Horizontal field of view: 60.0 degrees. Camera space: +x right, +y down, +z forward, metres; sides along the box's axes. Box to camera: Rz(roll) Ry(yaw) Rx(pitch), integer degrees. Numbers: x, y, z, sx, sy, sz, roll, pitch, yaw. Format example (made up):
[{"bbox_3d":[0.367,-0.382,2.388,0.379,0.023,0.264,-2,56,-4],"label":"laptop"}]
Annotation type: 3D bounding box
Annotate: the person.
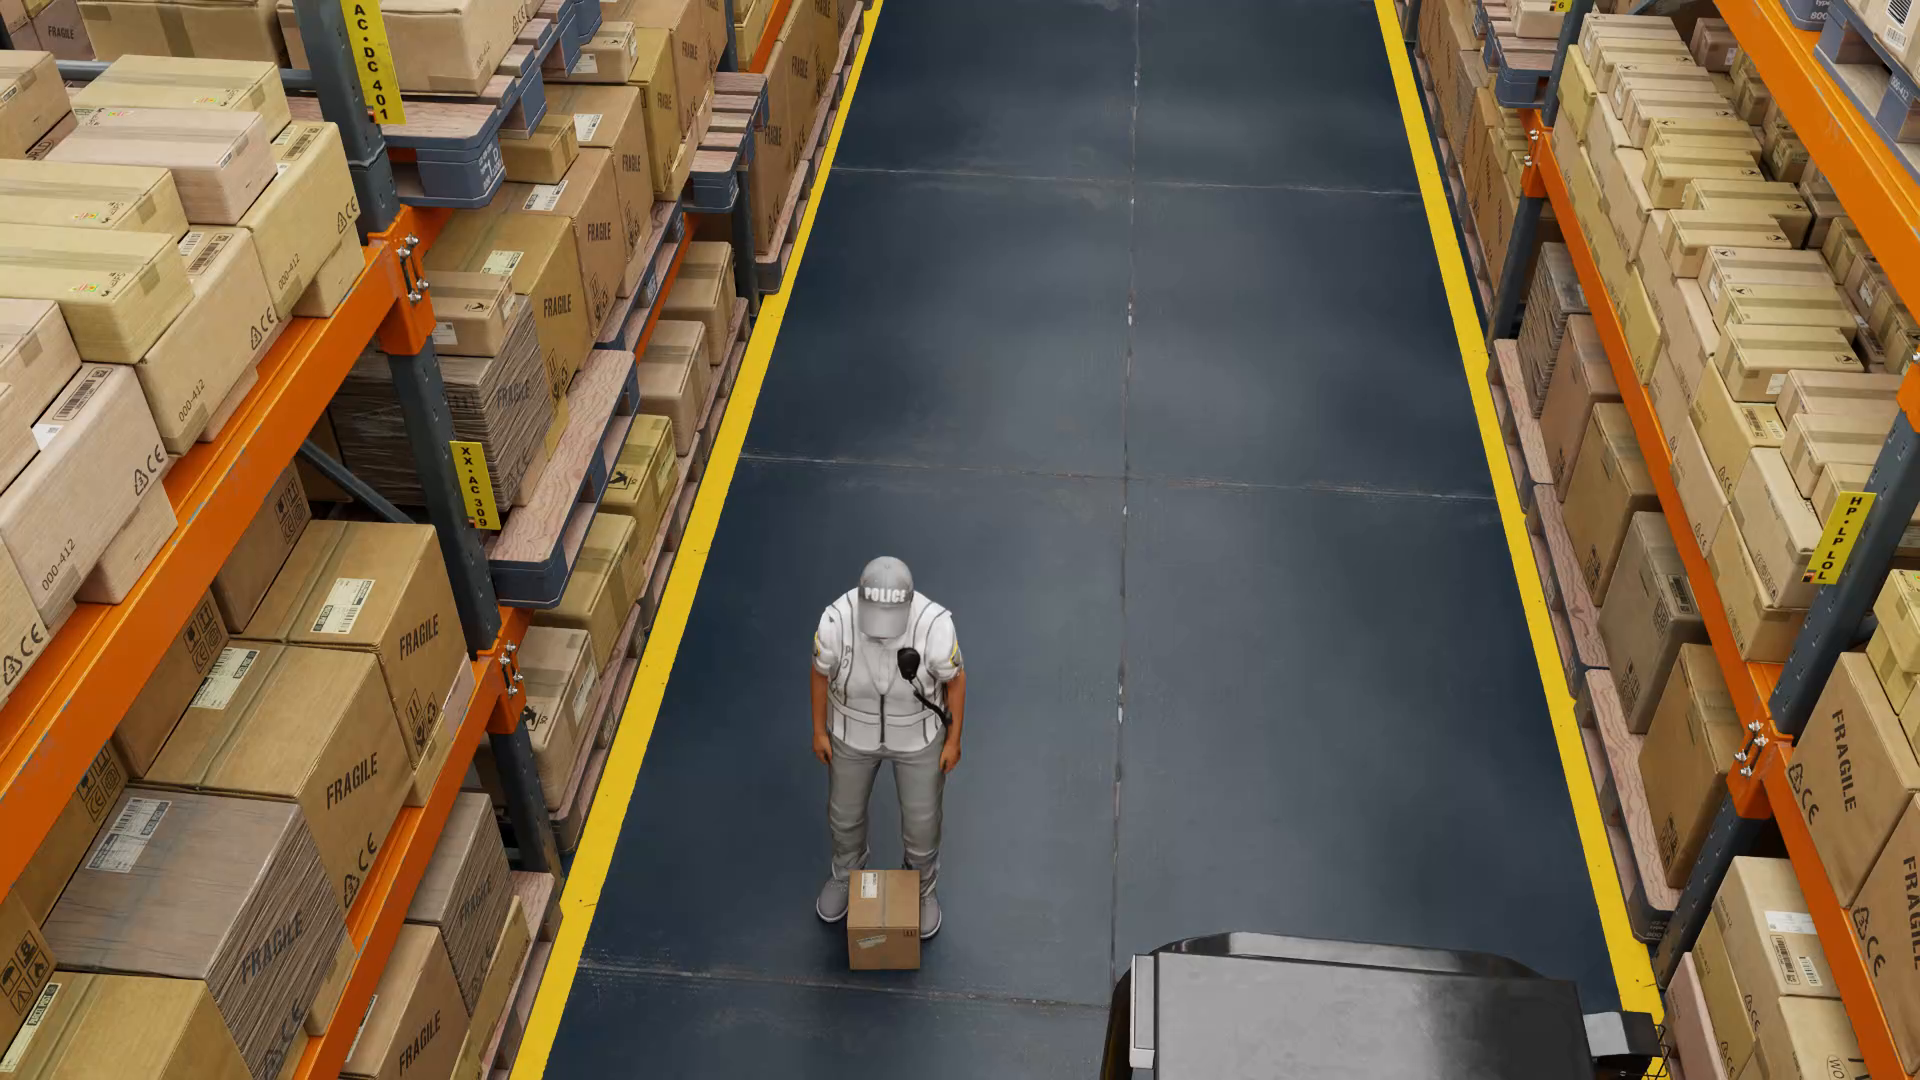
[{"bbox_3d":[-0.253,0.672,5.653,0.537,1.665,0.468,3,40,3],"label":"person"}]
